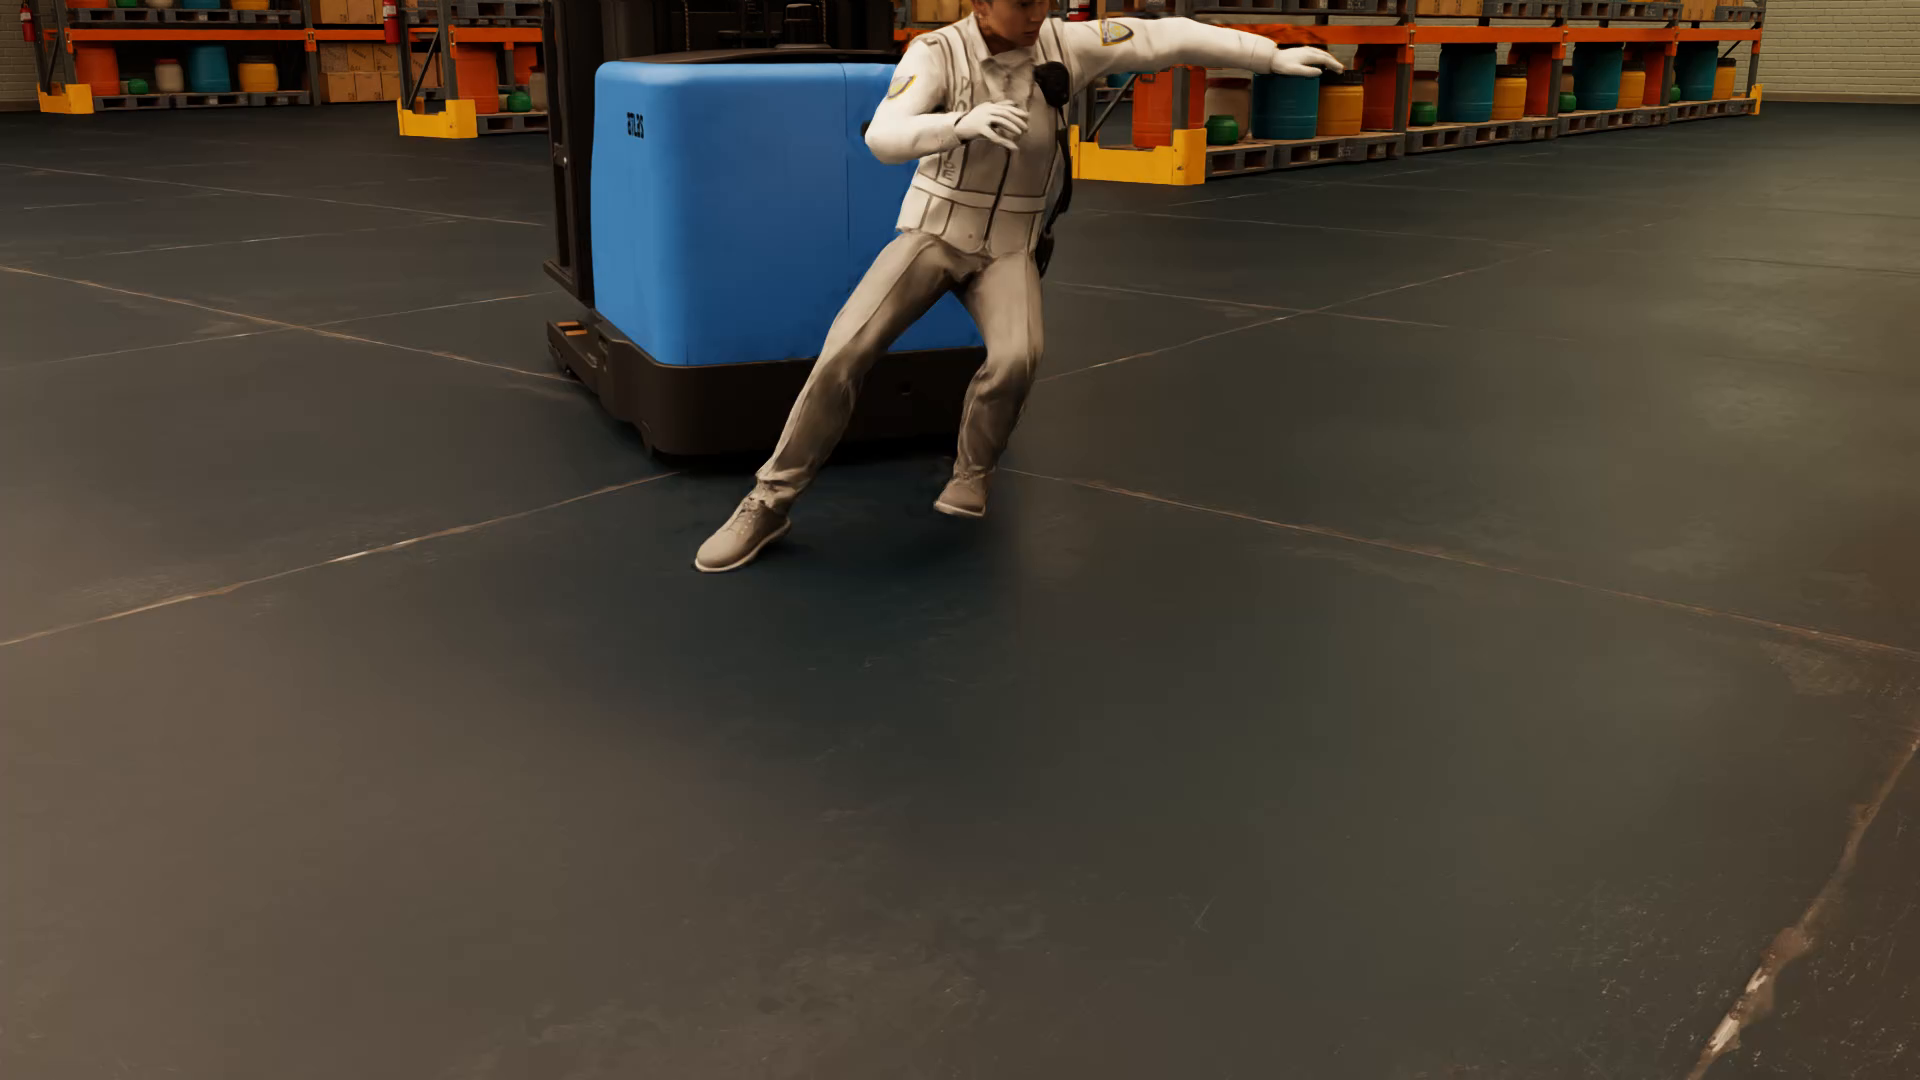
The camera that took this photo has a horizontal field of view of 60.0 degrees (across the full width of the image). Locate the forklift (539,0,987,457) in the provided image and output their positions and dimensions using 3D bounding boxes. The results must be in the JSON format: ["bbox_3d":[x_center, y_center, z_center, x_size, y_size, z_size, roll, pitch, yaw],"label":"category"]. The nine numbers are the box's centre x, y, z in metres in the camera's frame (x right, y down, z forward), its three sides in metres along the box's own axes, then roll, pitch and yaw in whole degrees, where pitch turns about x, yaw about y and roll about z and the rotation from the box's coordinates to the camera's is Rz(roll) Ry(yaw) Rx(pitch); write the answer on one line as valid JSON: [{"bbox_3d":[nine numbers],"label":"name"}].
[{"bbox_3d":[-0.849,-2.014,5.530,1.130,2.935,3.031,-7,18,-21],"label":"forklift"}]

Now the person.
[{"bbox_3d":[0.113,-0.672,3.786,1.503,1.394,0.754,-5,17,-15],"label":"person"}]
